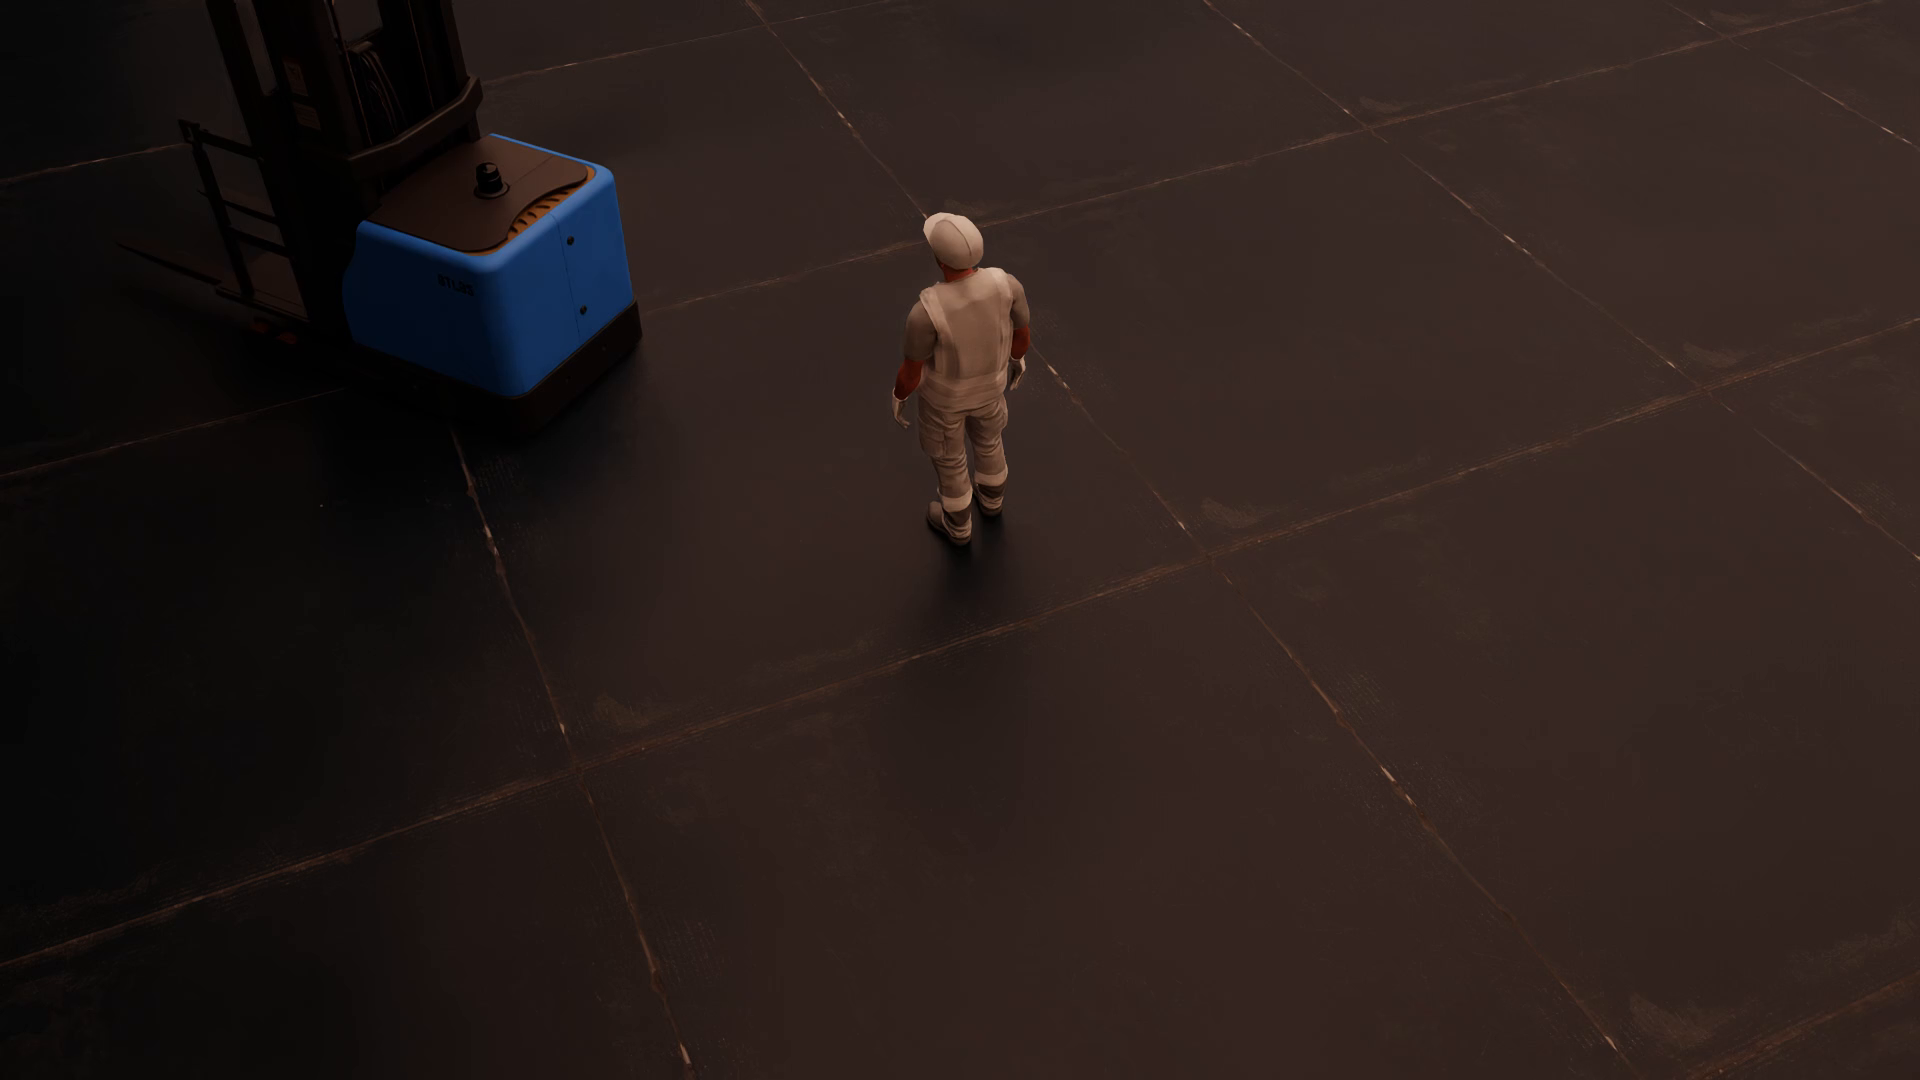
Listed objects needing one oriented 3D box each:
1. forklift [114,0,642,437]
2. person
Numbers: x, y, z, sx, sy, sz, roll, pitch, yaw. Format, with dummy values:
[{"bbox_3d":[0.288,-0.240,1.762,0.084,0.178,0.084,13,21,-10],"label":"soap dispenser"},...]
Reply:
[{"bbox_3d":[-3.245,-2.306,8.152,3.031,2.935,1.130,20,47,20],"label":"forklift"},{"bbox_3d":[-0.022,-0.713,7.270,0.637,1.787,0.564,-18,46,-18],"label":"person"}]
